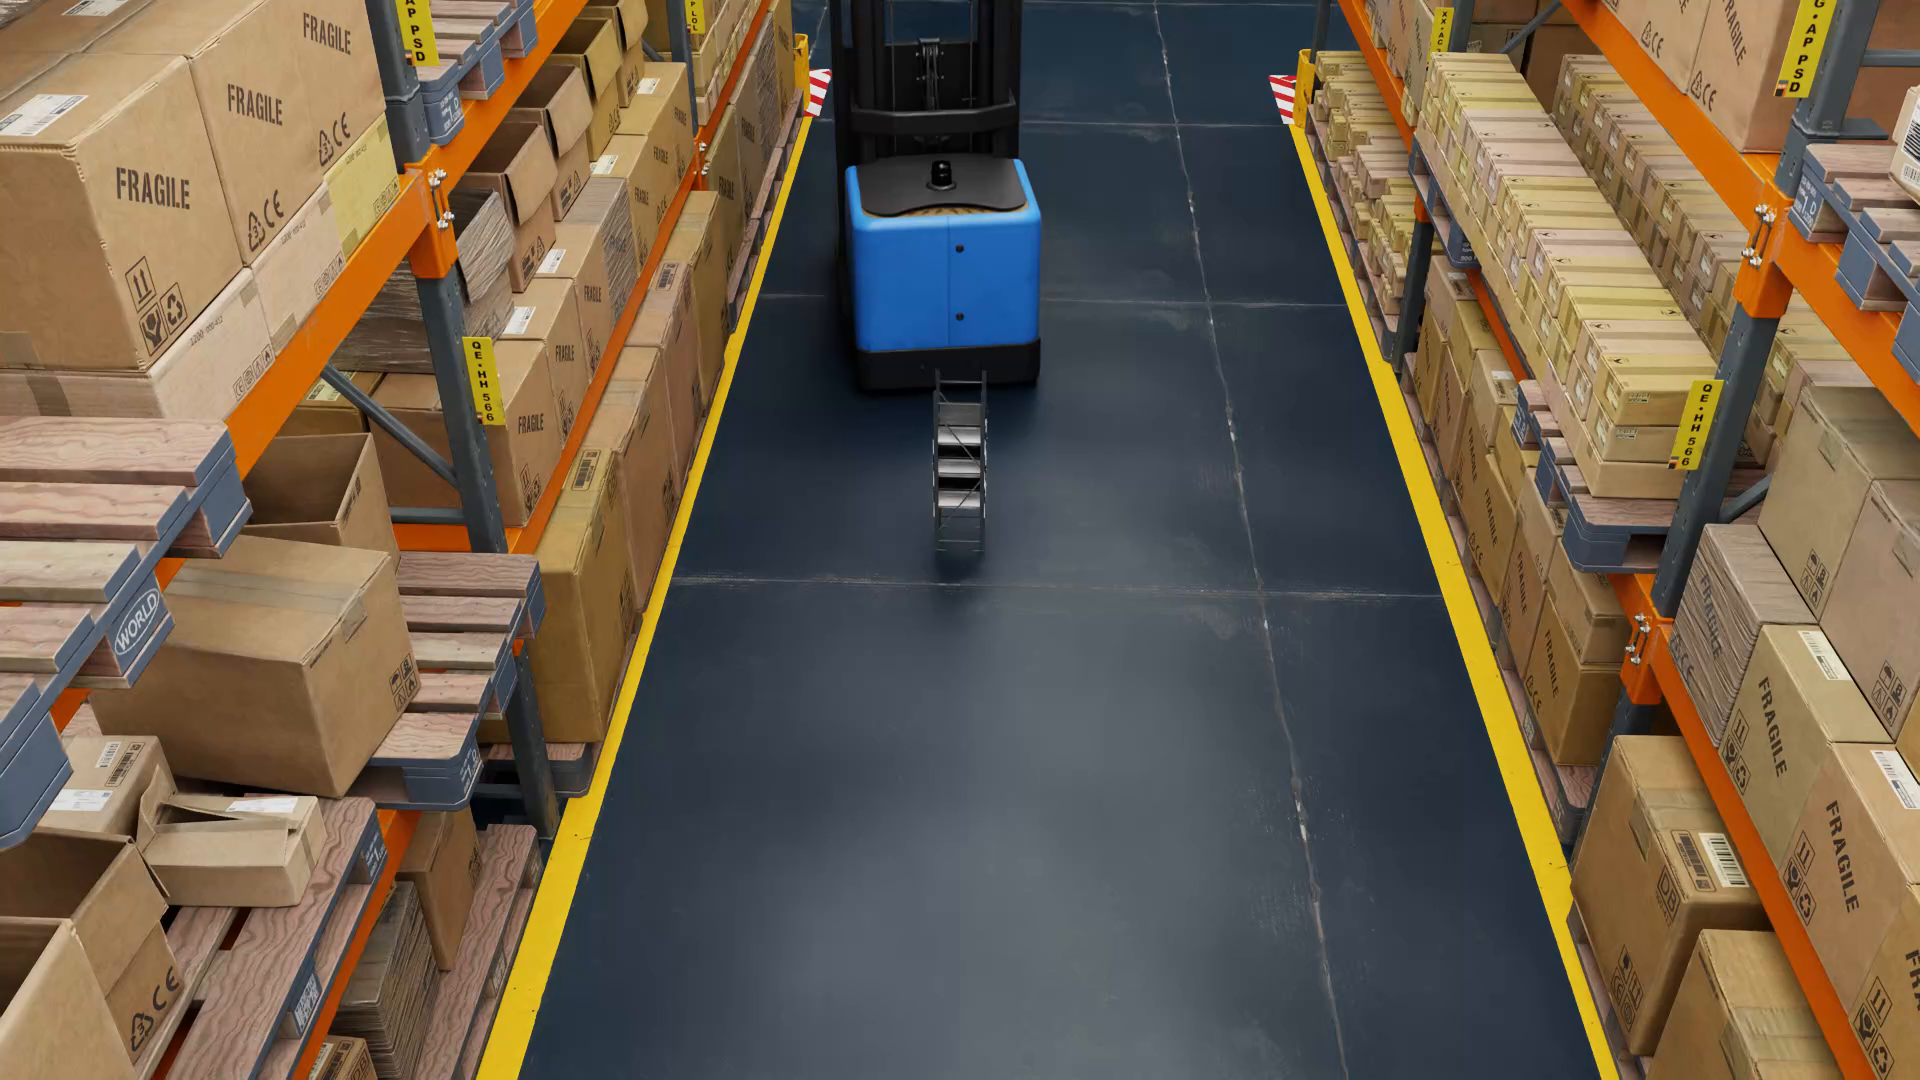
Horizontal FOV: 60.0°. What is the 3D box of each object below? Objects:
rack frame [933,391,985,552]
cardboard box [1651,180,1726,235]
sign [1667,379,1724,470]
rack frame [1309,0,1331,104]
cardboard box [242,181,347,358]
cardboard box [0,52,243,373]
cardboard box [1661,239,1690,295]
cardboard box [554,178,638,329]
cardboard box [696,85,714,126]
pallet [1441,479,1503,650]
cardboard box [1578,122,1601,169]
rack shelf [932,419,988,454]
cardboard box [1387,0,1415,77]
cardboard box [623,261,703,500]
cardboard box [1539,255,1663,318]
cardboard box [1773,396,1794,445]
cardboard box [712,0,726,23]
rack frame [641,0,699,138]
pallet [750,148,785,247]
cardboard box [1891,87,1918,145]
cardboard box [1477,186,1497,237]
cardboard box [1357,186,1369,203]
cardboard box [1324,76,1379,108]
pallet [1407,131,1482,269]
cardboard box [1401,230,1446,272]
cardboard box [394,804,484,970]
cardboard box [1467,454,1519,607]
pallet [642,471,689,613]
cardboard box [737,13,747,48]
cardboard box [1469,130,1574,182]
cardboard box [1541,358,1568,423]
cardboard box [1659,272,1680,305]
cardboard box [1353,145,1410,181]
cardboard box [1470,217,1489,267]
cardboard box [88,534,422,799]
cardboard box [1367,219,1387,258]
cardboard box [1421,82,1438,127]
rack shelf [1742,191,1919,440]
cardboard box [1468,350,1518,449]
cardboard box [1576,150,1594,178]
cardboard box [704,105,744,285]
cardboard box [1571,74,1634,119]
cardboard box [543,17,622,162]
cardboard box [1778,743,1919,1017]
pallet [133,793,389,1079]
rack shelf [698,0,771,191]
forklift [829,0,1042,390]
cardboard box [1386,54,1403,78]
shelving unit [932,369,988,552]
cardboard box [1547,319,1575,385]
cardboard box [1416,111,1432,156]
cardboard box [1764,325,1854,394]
[{"bbox_3d":[-0.004,-0.314,7.915,0.240,0.900,0.006,1,35,2],"label":"rack frame"},{"bbox_3d":[3.129,-1.383,6.944,0.380,0.149,0.250,1,35,1],"label":"cardboard box"},{"bbox_3d":[2.309,-0.359,5.214,0.100,0.325,0.005,1,35,2],"label":"sign"},{"bbox_3d":[3.173,-4.507,12.054,1.000,3.000,0.127,1,35,2],"label":"rack frame"},{"bbox_3d":[-1.881,-0.685,4.138,0.500,0.250,0.500,1,35,2],"label":"cardboard box"},{"bbox_3d":[-1.915,-0.697,3.503,0.500,0.500,0.500,2,35,3],"label":"cardboard box"},{"bbox_3d":[3.122,-1.114,6.822,0.380,0.149,0.250,1,35,1],"label":"cardboard box"},{"bbox_3d":[-1.751,-1.275,7.369,0.500,0.500,0.500,1,35,2],"label":"cardboard box"},{"bbox_3d":[-1.595,-2.441,9.333,0.380,0.149,0.250,1,35,2],"label":"cardboard box"},{"bbox_3d":[2.936,0.082,7.950,1.003,0.211,1.213,1,35,2],"label":"pallet"},{"bbox_3d":[3.171,-1.873,7.900,0.380,0.149,0.250,3,35,4],"label":"cardboard box"},{"bbox_3d":[0.000,-0.493,7.914,0.258,0.077,0.200,1,35,2],"label":"rack shelf"},{"bbox_3d":[2.771,-2.954,9.499,0.500,0.500,0.500,0,35,1],"label":"cardboard box"},{"bbox_3d":[-1.981,-0.802,8.266,1.225,0.875,0.875,0,35,0],"label":"cardboard box"},{"bbox_3d":[2.443,-0.964,6.348,0.380,0.149,0.250,2,35,3],"label":"cardboard box"},{"bbox_3d":[3.071,-0.374,5.769,0.380,0.149,0.250,3,35,4],"label":"cardboard box"},{"bbox_3d":[-1.638,-3.301,9.557,0.500,0.500,0.500,1,35,2],"label":"cardboard box"},{"bbox_3d":[-1.940,-2.382,9.030,1.000,3.000,0.127,1,35,2],"label":"rack frame"},{"bbox_3d":[-1.785,-2.378,11.451,1.003,0.211,1.213,1,35,2],"label":"pallet"},{"bbox_3d":[2.678,-1.060,4.307,0.380,0.149,0.250,0,35,0],"label":"cardboard box"},{"bbox_3d":[2.489,-1.430,7.271,0.380,0.149,0.250,1,35,1],"label":"cardboard box"},{"bbox_3d":[2.807,-2.190,10.872,0.380,0.149,0.250,2,35,3],"label":"cardboard box"},{"bbox_3d":[2.783,-3.160,11.734,0.380,0.149,0.250,1,35,2],"label":"cardboard box"},{"bbox_3d":[2.836,-1.695,8.219,1.003,0.211,1.213,1,35,2],"label":"pallet"},{"bbox_3d":[2.766,-1.668,9.612,0.380,0.149,0.250,2,35,3],"label":"cardboard box"},{"bbox_3d":[-2.107,1.145,5.804,0.700,0.500,0.500,0,35,-1],"label":"cardboard box"},{"bbox_3d":[2.646,-0.046,7.516,0.500,0.500,0.500,0,35,0],"label":"cardboard box"},{"bbox_3d":[-1.942,-0.093,8.198,1.003,0.211,1.213,1,35,2],"label":"pallet"},{"bbox_3d":[-1.544,-3.186,10.393,0.380,0.149,0.250,2,35,2],"label":"cardboard box"},{"bbox_3d":[2.497,-1.708,7.407,0.380,0.149,0.250,1,35,1],"label":"cardboard box"},{"bbox_3d":[2.434,-0.564,6.297,0.380,0.149,0.250,2,35,3],"label":"cardboard box"},{"bbox_3d":[3.122,-0.994,6.909,0.380,0.149,0.250,2,35,3],"label":"cardboard box"},{"bbox_3d":[2.745,-2.419,10.680,0.380,0.149,0.250,0,35,0],"label":"cardboard box"},{"bbox_3d":[2.490,-1.312,7.361,0.380,0.149,0.250,1,35,1],"label":"cardboard box"},{"bbox_3d":[-2.005,0.338,4.708,0.700,0.500,0.500,6,36,9],"label":"cardboard box"},{"bbox_3d":[2.699,-1.834,10.107,0.380,0.149,0.250,0,35,0],"label":"cardboard box"},{"bbox_3d":[2.537,-2.184,8.343,0.380,0.149,0.250,2,35,3],"label":"cardboard box"},{"bbox_3d":[2.771,0.305,3.224,1.077,0.370,4.000,1,35,2],"label":"rack shelf"},{"bbox_3d":[2.675,-0.647,7.719,0.500,0.250,0.500,3,35,4],"label":"cardboard box"},{"bbox_3d":[3.172,-1.753,7.989,0.380,0.149,0.250,1,35,2],"label":"cardboard box"},{"bbox_3d":[-1.833,-2.061,10.057,0.875,0.875,0.875,1,35,2],"label":"cardboard box"},{"bbox_3d":[3.181,-2.132,8.010,0.380,0.149,0.250,0,35,0],"label":"cardboard box"},{"bbox_3d":[-1.996,-2.072,7.630,0.797,0.503,0.637,2,35,2],"label":"cardboard box"},{"bbox_3d":[2.525,0.882,4.299,0.500,0.500,0.500,1,35,2],"label":"cardboard box"},{"bbox_3d":[-2.139,1.133,4.195,1.003,0.211,1.213,1,35,2],"label":"pallet"},{"bbox_3d":[-1.859,-3.236,10.872,1.077,0.370,4.000,1,35,2],"label":"rack shelf"},{"bbox_3d":[-0.221,-2.875,9.791,1.130,2.935,3.031,-4,35,-5],"label":"forklift"},{"bbox_3d":[2.778,-2.883,9.961,0.380,0.149,0.250,0,35,0],"label":"cardboard box"},{"bbox_3d":[0.000,-0.373,7.998,0.258,0.900,0.210,1,35,2],"label":"shelving unit"},{"bbox_3d":[2.433,-0.700,6.233,0.380,0.149,0.250,2,35,3],"label":"cardboard box"},{"bbox_3d":[2.537,-2.062,8.429,0.380,0.149,0.250,0,35,0],"label":"cardboard box"},{"bbox_3d":[3.072,-0.639,5.886,0.380,0.149,0.250,0,35,1],"label":"cardboard box"}]
